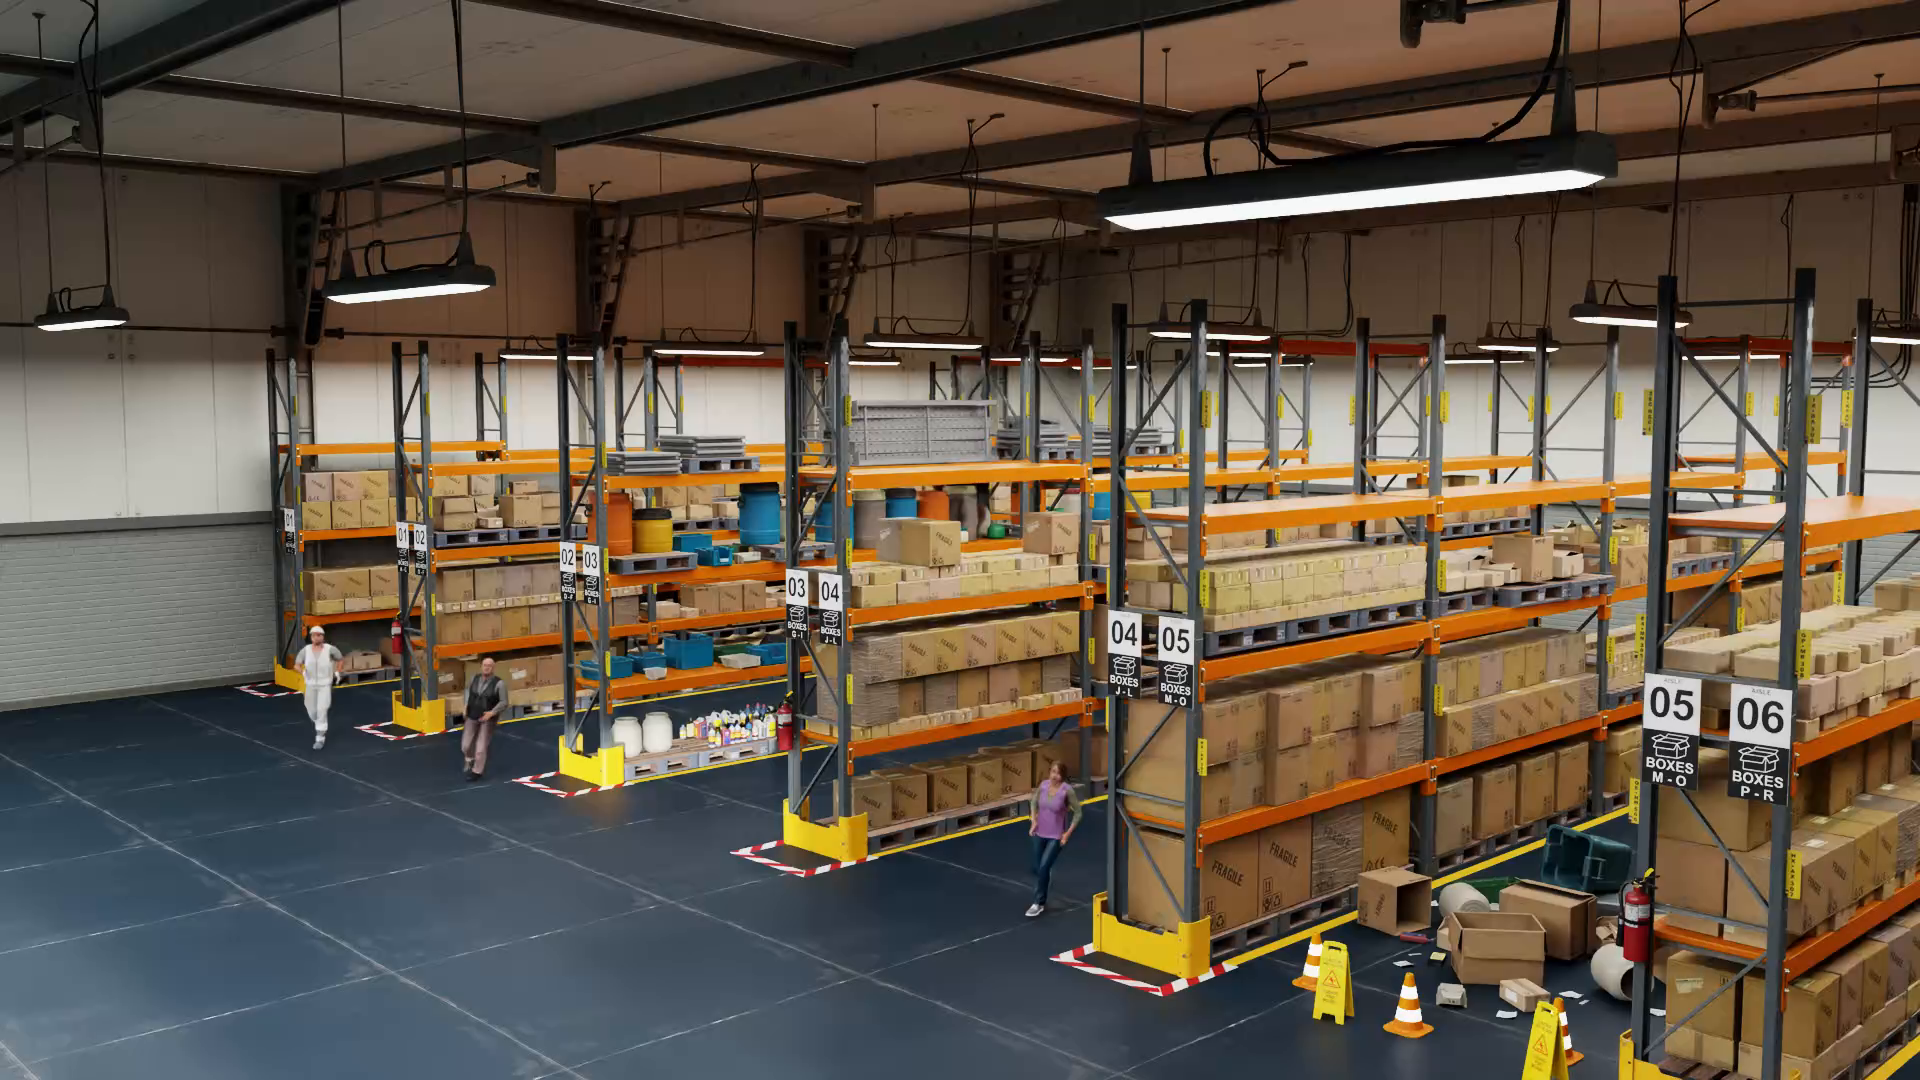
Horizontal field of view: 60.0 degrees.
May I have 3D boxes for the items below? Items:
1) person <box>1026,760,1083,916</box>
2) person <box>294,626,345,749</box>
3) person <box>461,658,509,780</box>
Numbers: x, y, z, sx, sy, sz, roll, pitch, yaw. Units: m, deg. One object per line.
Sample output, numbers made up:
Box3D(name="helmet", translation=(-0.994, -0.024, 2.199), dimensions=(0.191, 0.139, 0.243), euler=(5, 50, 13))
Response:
Box3D(name="person", translation=(0.959, 2.957, 16.645), dimensions=(0.577, 1.559, 0.593), euler=(2, 5, 25))
Box3D(name="person", translation=(-9.449, 2.149, 24.496), dimensions=(0.678, 1.778, 0.854), euler=(-1, 5, -8))
Box3D(name="person", translation=(-6.401, 2.408, 22.309), dimensions=(0.713, 1.655, 0.534), euler=(0, 5, 2))
